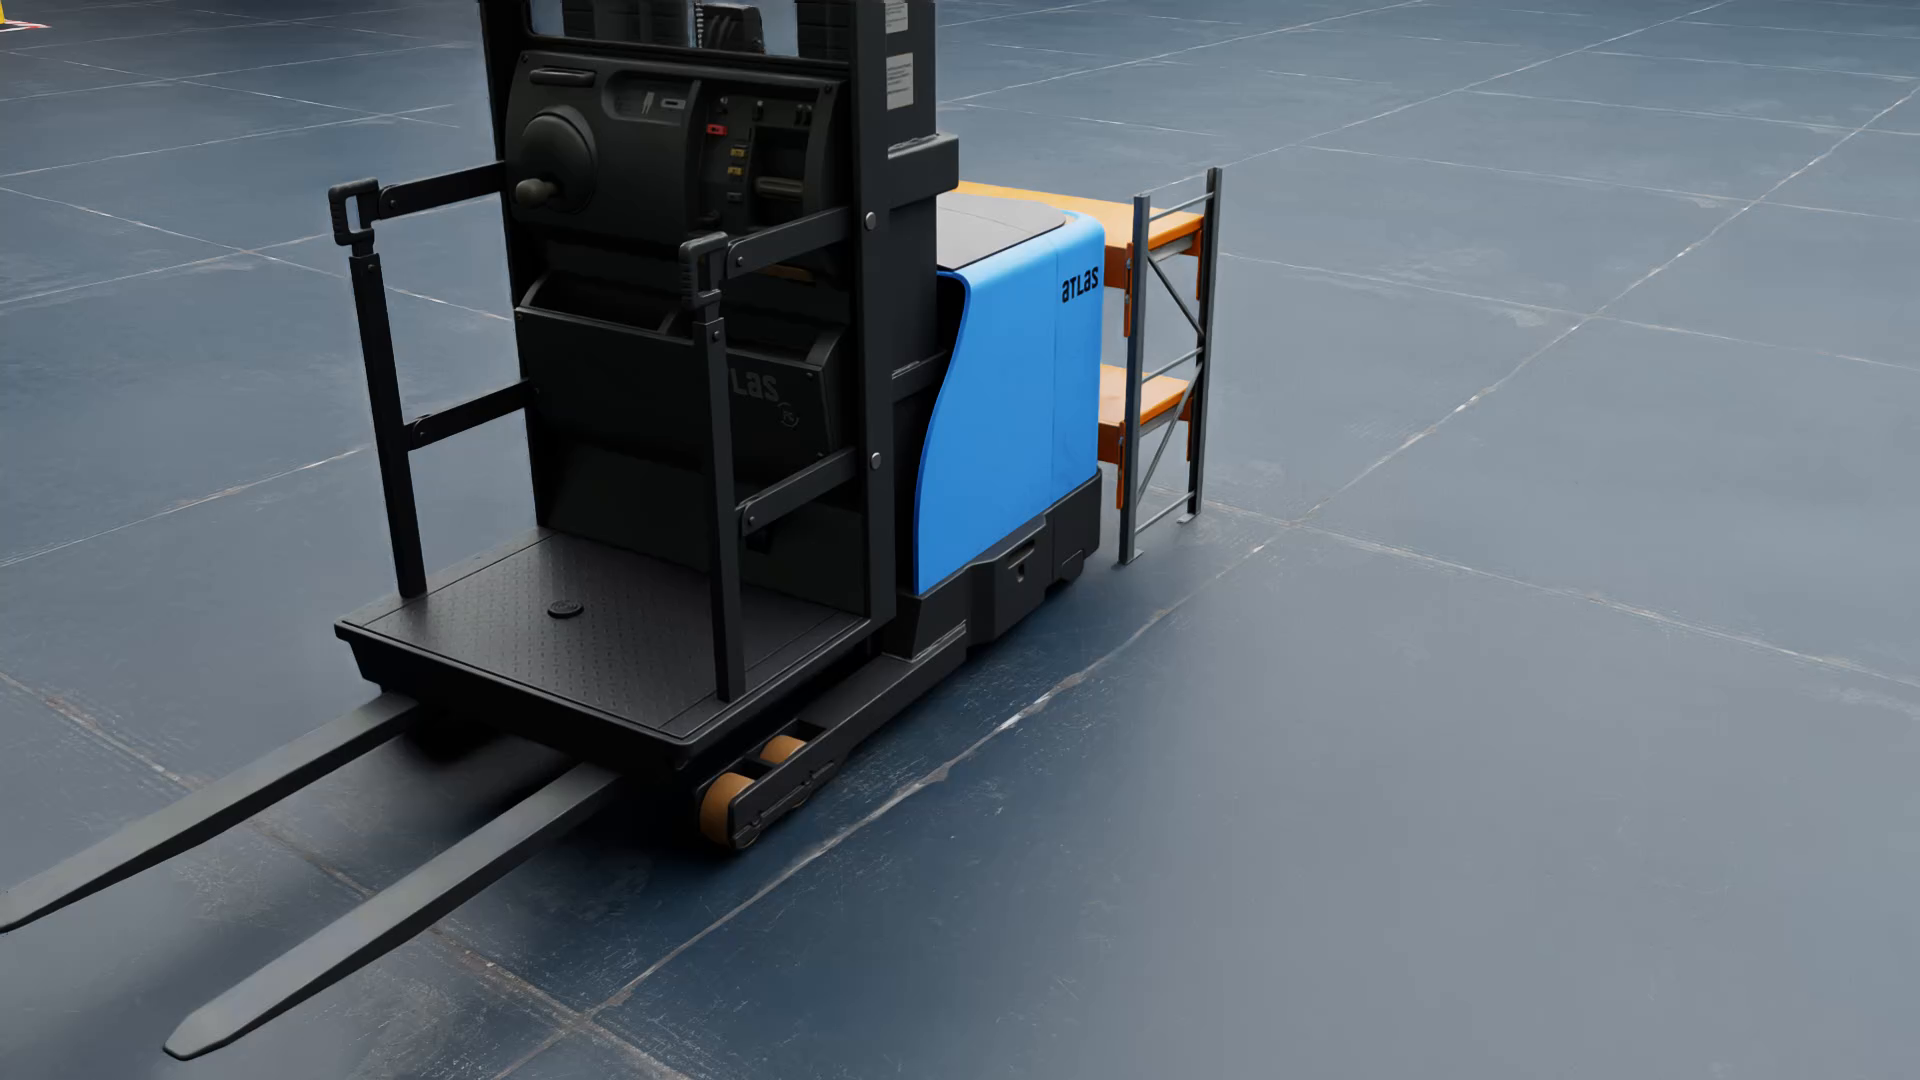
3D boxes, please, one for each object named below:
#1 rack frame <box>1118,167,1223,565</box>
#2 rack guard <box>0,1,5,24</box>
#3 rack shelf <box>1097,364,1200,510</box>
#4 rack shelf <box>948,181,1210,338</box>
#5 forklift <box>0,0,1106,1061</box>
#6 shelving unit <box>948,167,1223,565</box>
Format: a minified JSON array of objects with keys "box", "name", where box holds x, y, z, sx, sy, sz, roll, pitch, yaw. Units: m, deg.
[{"box":[0.638,-0.525,5.047,0.032,1.125,0.500,15,28,31],"name":"rack frame"},{"box":[-10.702,-5.626,17.399,0.348,0.500,1.175,17,29,33],"name":"rack guard"},{"box":[0.218,-0.417,5.408,1.000,0.278,0.538,15,28,31],"name":"rack shelf"},{"box":[0.218,-0.909,5.191,1.000,0.278,0.538,15,28,31],"name":"rack shelf"},{"box":[-0.776,-0.869,3.586,1.130,2.935,3.031,14,27,29],"name":"forklift"},{"box":[0.218,-0.641,5.309,1.048,1.125,0.538,15,28,31],"name":"shelving unit"}]
